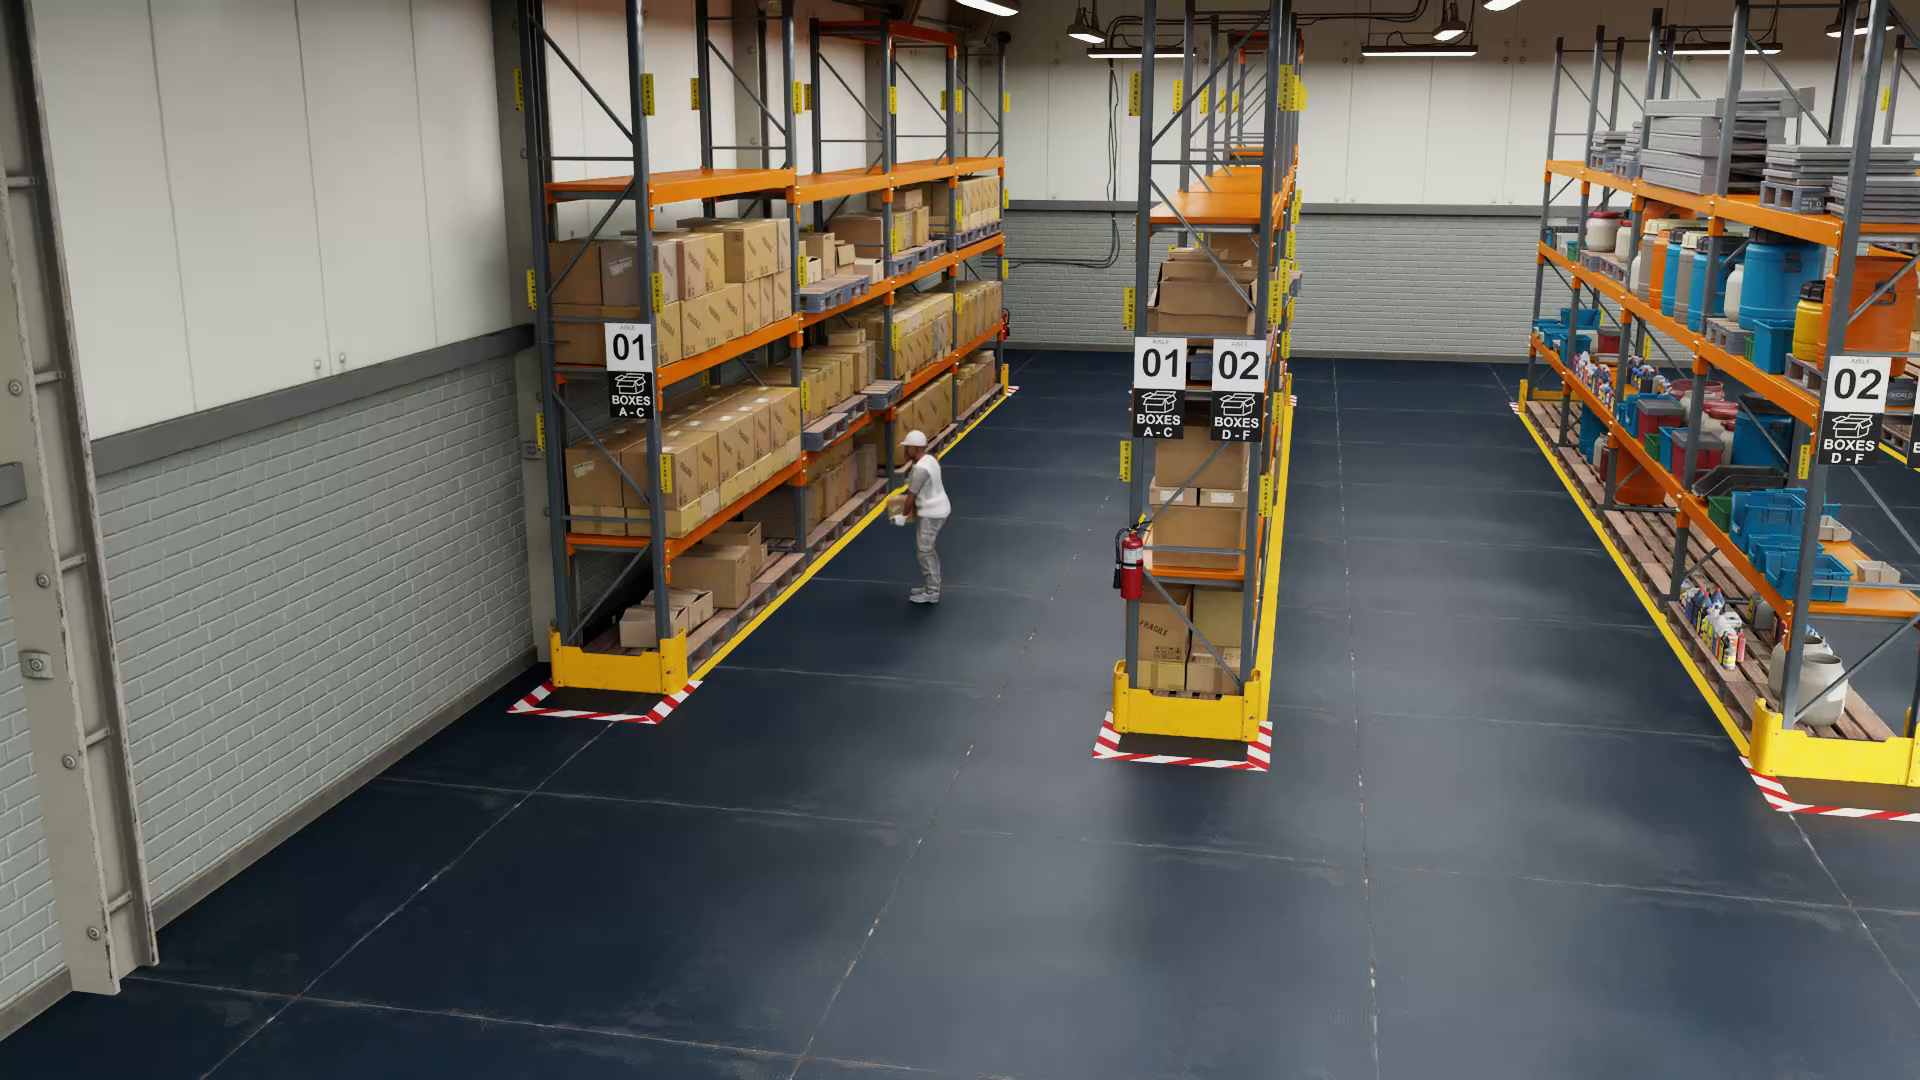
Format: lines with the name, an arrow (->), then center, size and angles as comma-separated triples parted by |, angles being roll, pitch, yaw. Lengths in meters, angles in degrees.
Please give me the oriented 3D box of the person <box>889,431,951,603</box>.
person -> -0.405, -0.249, 16.974 | 0.603, 1.761, 0.487 | 3, 15, 10
